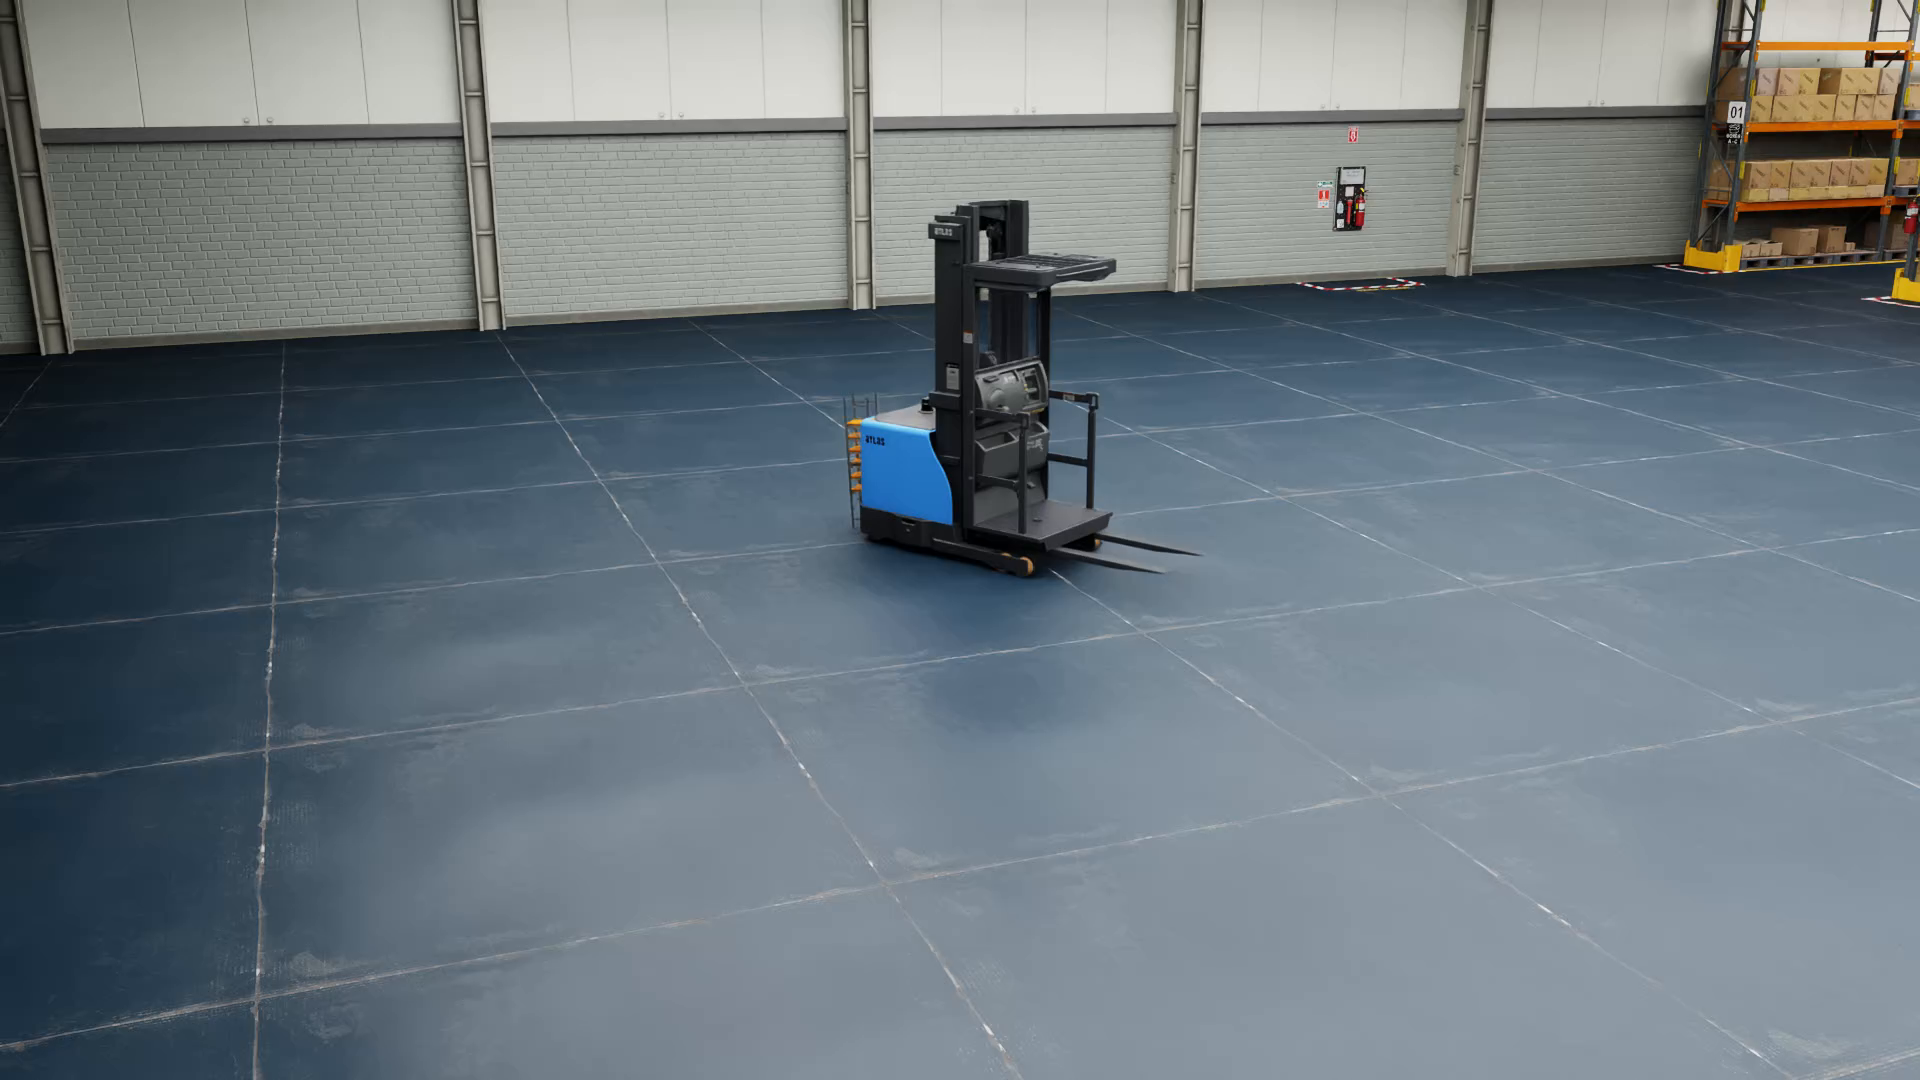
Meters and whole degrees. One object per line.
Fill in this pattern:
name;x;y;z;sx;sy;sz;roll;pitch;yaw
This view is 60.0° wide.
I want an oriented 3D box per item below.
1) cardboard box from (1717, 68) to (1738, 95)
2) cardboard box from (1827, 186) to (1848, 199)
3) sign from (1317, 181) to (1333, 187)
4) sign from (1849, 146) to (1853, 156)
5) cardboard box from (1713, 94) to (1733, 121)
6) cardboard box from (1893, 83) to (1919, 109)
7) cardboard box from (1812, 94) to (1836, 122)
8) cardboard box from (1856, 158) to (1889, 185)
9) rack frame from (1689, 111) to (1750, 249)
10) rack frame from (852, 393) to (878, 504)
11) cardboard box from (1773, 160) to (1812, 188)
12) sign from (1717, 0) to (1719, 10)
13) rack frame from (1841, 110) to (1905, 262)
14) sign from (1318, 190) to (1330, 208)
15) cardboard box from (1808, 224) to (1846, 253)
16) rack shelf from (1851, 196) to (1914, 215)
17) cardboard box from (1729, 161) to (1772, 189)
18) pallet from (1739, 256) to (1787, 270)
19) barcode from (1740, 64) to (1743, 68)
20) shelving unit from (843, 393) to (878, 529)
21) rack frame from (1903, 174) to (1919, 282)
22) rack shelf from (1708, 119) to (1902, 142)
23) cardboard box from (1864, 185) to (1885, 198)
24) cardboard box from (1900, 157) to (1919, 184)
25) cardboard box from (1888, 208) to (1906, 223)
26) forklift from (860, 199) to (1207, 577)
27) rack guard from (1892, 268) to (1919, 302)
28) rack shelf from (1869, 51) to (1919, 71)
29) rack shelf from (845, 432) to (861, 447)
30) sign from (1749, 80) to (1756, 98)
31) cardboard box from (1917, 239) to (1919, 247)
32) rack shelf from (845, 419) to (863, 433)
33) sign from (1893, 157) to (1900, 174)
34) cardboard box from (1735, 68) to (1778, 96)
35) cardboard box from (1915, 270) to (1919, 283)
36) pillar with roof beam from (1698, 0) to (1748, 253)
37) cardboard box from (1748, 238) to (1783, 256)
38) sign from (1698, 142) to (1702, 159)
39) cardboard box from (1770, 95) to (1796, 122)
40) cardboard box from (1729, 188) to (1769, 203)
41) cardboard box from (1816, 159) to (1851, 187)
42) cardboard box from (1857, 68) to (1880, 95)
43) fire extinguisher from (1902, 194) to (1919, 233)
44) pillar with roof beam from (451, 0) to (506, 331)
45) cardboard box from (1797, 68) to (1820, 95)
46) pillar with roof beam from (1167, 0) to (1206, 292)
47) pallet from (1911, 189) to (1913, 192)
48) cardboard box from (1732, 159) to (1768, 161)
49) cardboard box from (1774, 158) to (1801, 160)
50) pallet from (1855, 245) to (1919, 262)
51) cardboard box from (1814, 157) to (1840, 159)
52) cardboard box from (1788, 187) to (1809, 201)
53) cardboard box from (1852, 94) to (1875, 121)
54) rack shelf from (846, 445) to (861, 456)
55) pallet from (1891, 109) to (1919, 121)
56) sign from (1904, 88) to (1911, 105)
cardboard box;15.132;-8.922;32.345;0.500;0.500;0.500;-5;17;-18
cardboard box;17.292;-6.944;33.151;0.500;0.250;0.500;-6;17;-20
sign;6.698;-6.528;30.501;0.331;0.109;0.001;-6;17;-20
sign;18.356;-7.938;34.250;0.005;0.325;0.100;-6;17;-20
cardboard box;15.122;-8.439;32.474;0.500;0.500;0.500;-5;17;-16
cardboard box;19.098;-8.959;33.537;0.500;0.500;0.500;-4;17;-12
cardboard box;16.715;-8.456;32.532;0.500;0.500;0.500;-5;17;-17
cardboard box;18.228;-7.405;33.390;0.500;0.500;0.500;-6;17;-20
rack frame;14.823;-6.833;32.543;0.127;3.000;1.000;-6;17;-20
rack frame;-0.820;-0.727;14.917;0.240;1.200;0.006;3;16;21
cardboard box;16.326;-7.197;32.683;0.500;0.500;0.500;-7;18;-22
sign;14.644;-10.384;32.048;0.005;0.325;0.100;-6;17;-20
rack frame;18.558;-7.236;33.917;0.127;3.000;1.000;-6;17;-20
sign;6.690;-6.276;30.582;0.234;0.329;0.001;-6;17;-20
cardboard box;17.604;-6.133;33.815;0.500;0.500;0.500;-8;18;-24
rack shelf;20.426;-7.093;34.705;4.000;0.370;1.077;-6;17;-20
cardboard box;15.377;-7.100;32.351;0.500;0.500;0.500;-6;17;-20
pallet;15.665;-5.575;33.210;1.213;0.211;1.003;-6;17;-20
barcode;15.307;-9.291;32.573;0.075;0.075;0.001;-6;17;-20
shelving unit;-0.853;-0.702;14.835;0.258;1.200;0.189;3;16;21
rack frame;16.599;-5.530;28.106;0.127;3.000;1.000;-6;17;-20
rack shelf;16.691;-8.129;32.909;4.000;0.370;1.077;-6;17;-20
cardboard box;18.225;-7.047;33.501;0.500;0.250;0.500;-6;17;-20
cardboard box;19.570;-7.592;34.170;0.500;0.500;0.700;-4;17;-14
cardboard box;19.650;-6.732;34.523;0.500;0.250;0.500;-7;18;-21
forklift;0.600;-1.270;13.719;3.031;2.935;1.130;12;20;36
rack guard;16.577;-4.328;28.450;0.348;0.500;1.175;-6;17;-20
rack shelf;20.426;-9.779;33.916;4.000;0.370;1.077;-6;17;-20
rack shelf;-0.863;-0.891;14.784;0.258;0.103;0.180;3;16;21
sign;15.017;-8.549;31.512;0.005;0.325;0.100;-6;17;-20
cardboard box;19.704;-6.392;34.697;0.500;0.500;0.700;-7;18;-21
rack shelf;-0.869;-1.006;14.752;0.258;0.103;0.180;3;16;21
sign;18.760;-7.510;33.311;0.005;0.325;0.100;-6;17;-20
cardboard box;15.270;-8.785;31.878;0.500;0.500;0.500;-8;18;-24
cardboard box;16.994;-4.544;28.883;0.500;0.250;0.500;-6;17;-20
pillar with roof beam;16.708;-8.877;28.856;0.400;9.000;9.100;-6;17;-20
cardboard box;16.034;-5.858;33.213;0.500;0.311;0.500;-5;17;-15
sign;14.643;-7.688;32.840;0.005;0.325;0.100;-6;17;-20
cardboard box;15.739;-8.343;32.147;0.500;0.500;0.500;-5;17;-16
cardboard box;15.392;-6.736;32.445;0.500;0.250;0.500;-7;18;-22
cardboard box;17.289;-7.305;33.050;0.500;0.500;0.500;-7;18;-22
cardboard box;17.677;-9.033;32.723;0.500;0.500;0.500;-5;17;-17
fire extinguisher;16.323;-5.603;28.493;0.183;0.674;0.296;-6;17;-20
pillar with roof beam;-5.703;-6.457;20.617;0.400;9.000;9.100;-6;17;-20
cardboard box;16.231;-8.876;32.191;0.500;0.500;0.500;-6;17;-19
pillar with roof beam;5.502;-7.667;24.736;0.400;9.000;9.100;-6;17;-20
pallet;20.460;-7.337;34.601;1.213;0.211;1.003;-6;17;-20
cardboard box;15.661;-7.282;32.972;0.500;0.500;0.500;-6;17;-19
cardboard box;16.612;-7.386;33.327;0.500;0.500;0.500;-6;17;-19
pallet;19.285;-5.977;34.578;1.213;0.211;1.003;-6;17;-20
cardboard box;17.560;-7.490;33.681;0.500;0.500;0.500;-6;17;-20
cardboard box;16.350;-6.842;32.805;0.500;0.250;0.500;-6;18;-21
cardboard box;17.698;-8.570;32.920;0.500;0.500;0.500;-8;18;-25
rack shelf;-0.857;-0.775;14.815;0.258;0.103;0.180;3;16;21
pallet;19.173;-8.620;33.637;1.003;0.211;1.213;-6;17;-20
sign;18.760;-8.782;32.938;0.005;0.325;0.100;-6;17;-20
